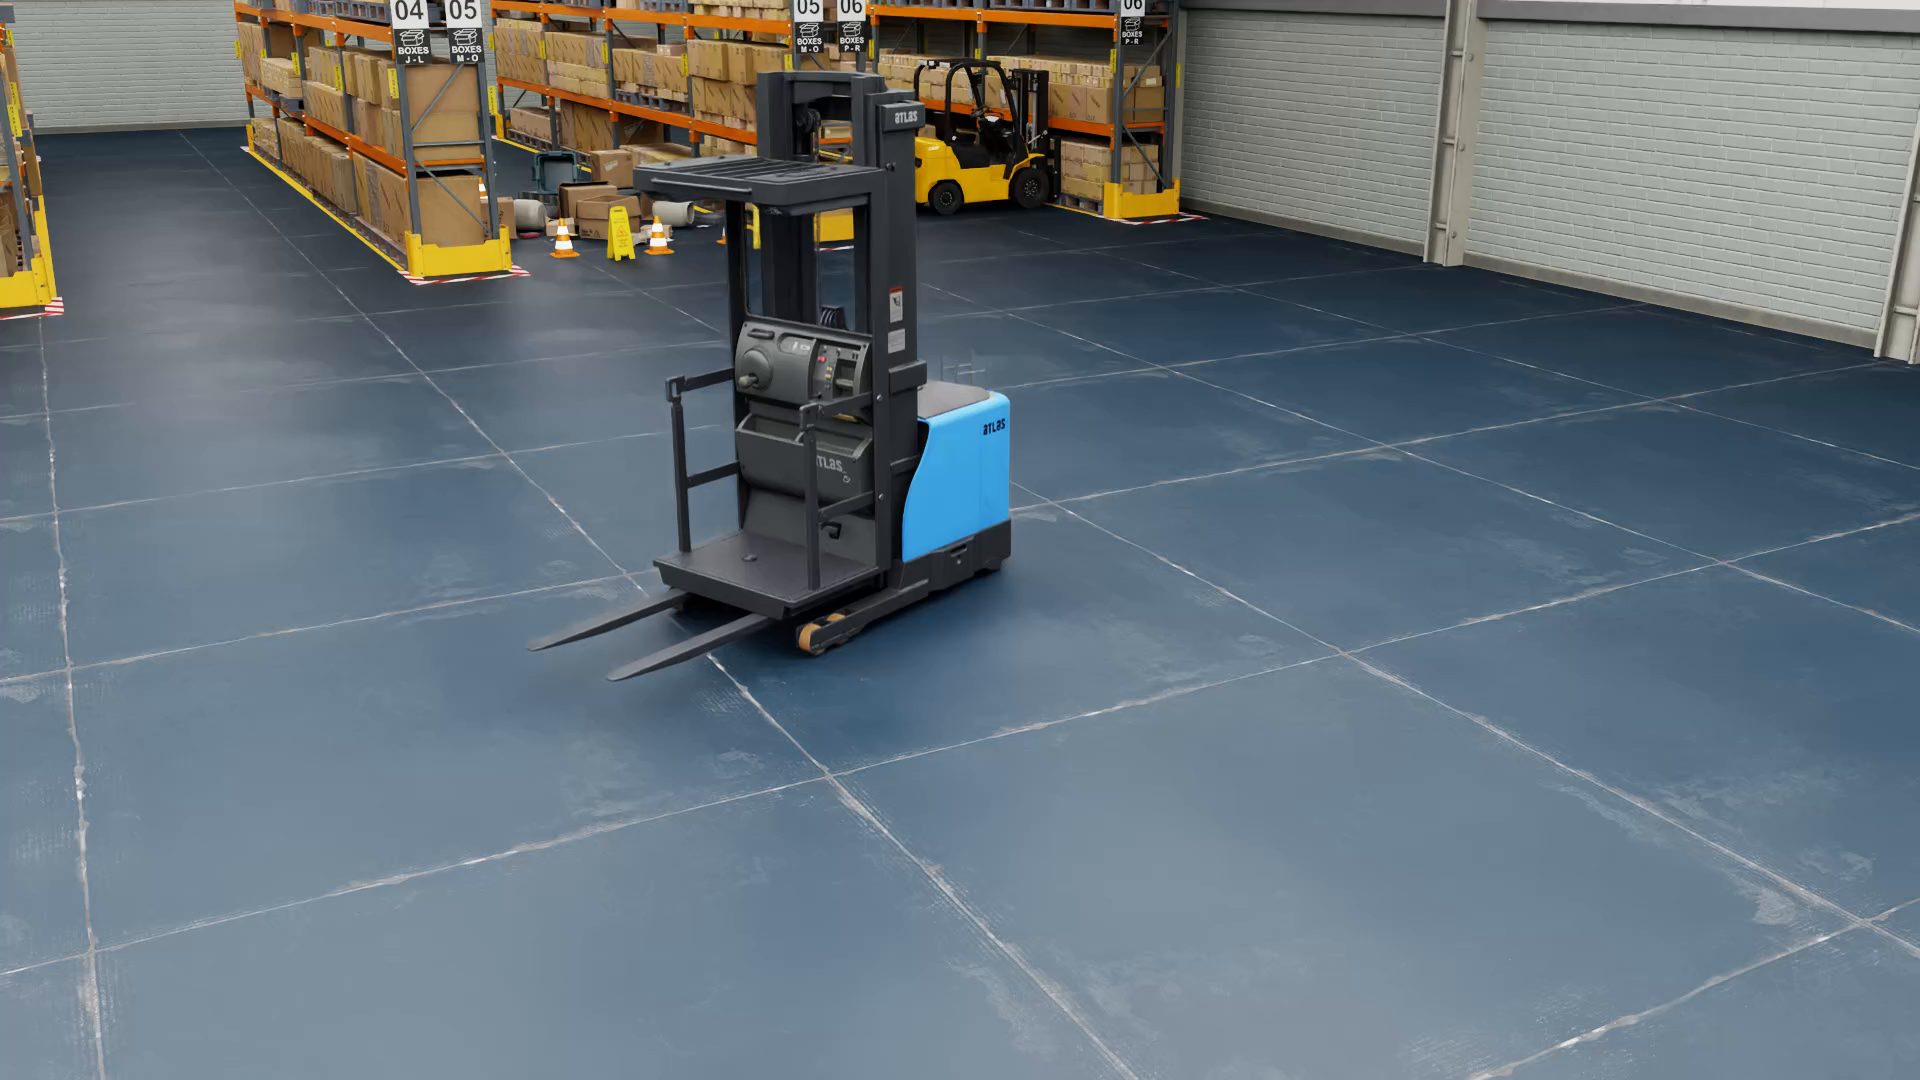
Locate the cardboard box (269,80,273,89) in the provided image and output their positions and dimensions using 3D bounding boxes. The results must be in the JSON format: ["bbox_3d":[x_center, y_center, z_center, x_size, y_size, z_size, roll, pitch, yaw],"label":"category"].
[{"bbox_3d":[-11.436,-7.701,28.092,0.380,0.149,0.250,-11,22,-29],"label":"cardboard box"}]

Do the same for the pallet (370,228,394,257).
[{"bbox_3d":[-7.036,-3.906,21.628,1.003,0.211,1.213,-10,21,-27],"label":"pallet"}]

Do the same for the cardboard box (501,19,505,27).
[{"bbox_3d":[-9.167,-10.571,33.988,0.380,0.149,0.250,-9,21,-25],"label":"cardboard box"}]

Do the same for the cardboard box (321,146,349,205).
[{"bbox_3d":[-8.740,-5.382,24.436,1.050,0.750,0.750,-10,21,-27],"label":"cardboard box"}]

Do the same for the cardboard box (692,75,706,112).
[{"bbox_3d":[-3.639,-6.620,24.607,0.500,0.500,0.500,-10,21,-27],"label":"cardboard box"}]

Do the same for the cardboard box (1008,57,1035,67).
[{"bbox_3d":[0.987,-7.595,26.440,0.380,0.149,0.250,-10,22,-28],"label":"cardboard box"}]

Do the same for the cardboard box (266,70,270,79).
[{"bbox_3d":[-11.556,-7.915,28.257,0.380,0.149,0.250,-11,22,-29],"label":"cardboard box"}]

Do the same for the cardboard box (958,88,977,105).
[{"bbox_3d":[0.294,-7.404,27.721,0.500,0.250,0.500,-9,21,-25],"label":"cardboard box"}]

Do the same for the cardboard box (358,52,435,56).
[{"bbox_3d":[-7.403,-6.136,21.929,0.875,0.550,0.550,-10,21,-27],"label":"cardboard box"}]

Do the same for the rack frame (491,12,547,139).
[{"bbox_3d":[-9.301,-10.046,35.146,1.000,3.000,0.127,-10,21,-27],"label":"rack frame"}]

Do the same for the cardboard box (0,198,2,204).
[{"bbox_3d":[-12.169,-3.962,20.703,0.500,0.500,0.500,-11,22,-28],"label":"cardboard box"}]

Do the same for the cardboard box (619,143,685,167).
[{"bbox_3d":[-5.243,-6.542,28.376,0.950,0.372,0.625,-12,22,-30],"label":"cardboard box"}]

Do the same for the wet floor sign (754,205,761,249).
[{"bbox_3d":[-2.555,-4.120,21.581,0.267,0.644,0.232,-3,19,-8],"label":"wet floor sign"}]

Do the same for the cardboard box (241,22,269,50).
[{"bbox_3d":[-13.385,-9.597,31.703,0.500,0.500,0.500,-9,21,-25],"label":"cardboard box"}]

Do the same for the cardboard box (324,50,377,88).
[{"bbox_3d":[-8.876,-6.905,24.356,0.700,0.500,0.500,-10,22,-27],"label":"cardboard box"}]

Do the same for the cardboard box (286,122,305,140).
[{"bbox_3d":[-11.098,-6.921,28.128,0.500,0.250,0.500,-9,21,-25],"label":"cardboard box"}]

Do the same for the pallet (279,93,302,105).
[{"bbox_3d":[-10.787,-7.425,27.844,1.003,0.211,1.213,-10,21,-27],"label":"pallet"}]

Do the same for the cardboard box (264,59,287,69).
[{"bbox_3d":[-11.671,-8.126,28.410,0.380,0.149,0.250,-10,21,-26],"label":"cardboard box"}]

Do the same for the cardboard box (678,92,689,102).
[{"bbox_3d":[-4.090,-6.786,25.440,0.380,0.149,0.250,-10,21,-26],"label":"cardboard box"}]

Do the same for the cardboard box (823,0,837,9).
[{"bbox_3d":[-1.708,-7.126,21.860,0.500,0.250,0.500,-10,22,-28],"label":"cardboard box"}]

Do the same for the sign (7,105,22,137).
[{"bbox_3d":[-9.947,-4.411,17.489,0.100,0.325,0.005,-10,21,-27],"label":"sign"}]

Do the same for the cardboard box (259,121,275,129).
[{"bbox_3d":[-13.225,-7.968,31.940,0.380,0.149,0.250,-11,22,-29],"label":"cardboard box"}]

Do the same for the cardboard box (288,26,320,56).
[{"bbox_3d":[-11.710,-8.930,29.769,0.500,0.500,0.500,-9,21,-25],"label":"cardboard box"}]

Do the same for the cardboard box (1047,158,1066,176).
[{"bbox_3d":[1.665,-5.740,25.472,0.500,0.250,0.500,-11,22,-28],"label":"cardboard box"}]

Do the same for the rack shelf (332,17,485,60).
[{"bbox_3d":[-6.961,-6.309,20.821,1.077,0.370,4.000,-10,21,-27],"label":"rack shelf"}]

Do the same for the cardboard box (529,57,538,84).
[{"bbox_3d":[-8.096,-9.185,32.499,0.500,0.500,0.500,-11,22,-28],"label":"cardboard box"}]

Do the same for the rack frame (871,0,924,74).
[{"bbox_3d":[-1.136,-8.519,30.722,1.000,3.000,0.127,-10,21,-27],"label":"rack frame"}]

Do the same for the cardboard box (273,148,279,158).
[{"bbox_3d":[-12.196,-7.013,30.082,0.380,0.149,0.250,-10,21,-26],"label":"cardboard box"}]

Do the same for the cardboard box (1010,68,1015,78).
[{"bbox_3d":[1.008,-7.366,26.231,0.380,0.149,0.250,-9,21,-25],"label":"cardboard box"}]

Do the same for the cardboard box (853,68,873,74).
[{"bbox_3d":[-1.785,-8.728,31.069,0.380,0.149,0.250,-10,21,-26],"label":"cardboard box"}]

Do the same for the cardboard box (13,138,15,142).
[{"bbox_3d":[-11.853,-4.858,20.496,0.380,0.149,0.250,-10,21,-27],"label":"cardboard box"}]

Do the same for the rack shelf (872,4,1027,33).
[{"bbox_3d":[-0.186,-9.023,28.686,1.077,0.370,4.000,-10,21,-27],"label":"rack shelf"}]

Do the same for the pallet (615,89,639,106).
[{"bbox_3d":[-5.070,-7.471,27.977,1.213,0.211,1.003,-10,21,-27],"label":"pallet"}]

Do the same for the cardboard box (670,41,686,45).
[{"bbox_3d":[-4.477,-8.016,27.017,0.380,0.149,0.250,-11,22,-29],"label":"cardboard box"}]

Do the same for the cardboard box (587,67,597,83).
[{"bbox_3d":[-6.203,-8.161,29.147,0.500,0.250,0.500,-11,22,-28],"label":"cardboard box"}]

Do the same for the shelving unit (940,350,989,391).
[{"bbox_3d":[0.027,-0.573,10.452,0.258,1.200,0.189,-11,22,-28],"label":"shelving unit"}]

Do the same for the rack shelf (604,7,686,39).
[{"bbox_3d":[-4.553,-8.253,26.455,1.077,0.370,4.000,-10,21,-27],"label":"rack shelf"}]

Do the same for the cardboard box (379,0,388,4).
[{"bbox_3d":[-6.468,-6.245,19.121,0.380,0.149,0.250,-10,21,-27],"label":"cardboard box"}]

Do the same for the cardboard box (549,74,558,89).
[{"bbox_3d":[-7.425,-8.660,31.358,0.500,0.250,0.500,-11,22,-28],"label":"cardboard box"}]

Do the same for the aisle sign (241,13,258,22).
[{"bbox_3d":[-13.908,-10.454,32.342,0.394,0.787,0.004,-10,21,-27],"label":"aisle sign"}]

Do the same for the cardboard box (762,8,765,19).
[{"bbox_3d":[-2.424,-7.042,22.228,0.380,0.149,0.250,-10,21,-26],"label":"cardboard box"}]

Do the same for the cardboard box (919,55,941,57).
[{"bbox_3d":[-0.511,-8.670,30.010,0.380,0.149,0.250,-10,21,-27],"label":"cardboard box"}]

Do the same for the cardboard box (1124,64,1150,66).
[{"bbox_3d":[2.621,-6.933,24.521,0.380,0.149,0.250,-9,21,-25],"label":"cardboard box"}]

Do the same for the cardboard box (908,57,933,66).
[{"bbox_3d":[-0.690,-8.449,29.371,0.380,0.149,0.250,-10,21,-26],"label":"cardboard box"}]

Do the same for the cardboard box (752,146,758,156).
[{"bbox_3d":[-2.663,-5.370,23.022,0.380,0.149,0.250,-10,21,-26],"label":"cardboard box"}]

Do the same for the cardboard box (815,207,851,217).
[{"bbox_3d":[-1.843,-4.626,23.011,0.500,0.250,0.500,-10,21,-27],"label":"cardboard box"}]

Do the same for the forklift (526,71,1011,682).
[{"bbox_3d":[-0.995,-0.954,8.902,1.130,2.935,3.031,14,24,36],"label":"forklift"}]

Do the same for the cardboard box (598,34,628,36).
[{"bbox_3d":[-6.234,-8.886,30.098,0.500,0.500,0.500,-10,21,-26],"label":"cardboard box"}]

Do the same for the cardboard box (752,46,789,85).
[{"bbox_3d":[-2.372,-6.373,22.359,0.700,0.500,0.500,-10,21,-26],"label":"cardboard box"}]

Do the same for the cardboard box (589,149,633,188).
[{"bbox_3d":[-5.155,-5.493,24.623,0.500,0.500,0.500,-10,21,-27],"label":"cardboard box"}]

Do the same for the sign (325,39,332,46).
[{"bbox_3d":[-11.223,-8.736,29.576,0.100,0.325,0.005,-10,21,-27],"label":"sign"}]

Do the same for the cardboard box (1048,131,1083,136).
[{"bbox_3d":[1.650,-6.341,26.447,0.500,0.250,0.500,-10,21,-26],"label":"cardboard box"}]

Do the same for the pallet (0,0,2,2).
[{"bbox_3d":[-14.576,-7.720,24.096,1.213,0.211,1.003,-9,21,-24],"label":"pallet"}]

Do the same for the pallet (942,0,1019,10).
[{"bbox_3d":[0.334,-8.950,27.664,0.805,0.209,1.217,-11,22,-29],"label":"pallet"}]
